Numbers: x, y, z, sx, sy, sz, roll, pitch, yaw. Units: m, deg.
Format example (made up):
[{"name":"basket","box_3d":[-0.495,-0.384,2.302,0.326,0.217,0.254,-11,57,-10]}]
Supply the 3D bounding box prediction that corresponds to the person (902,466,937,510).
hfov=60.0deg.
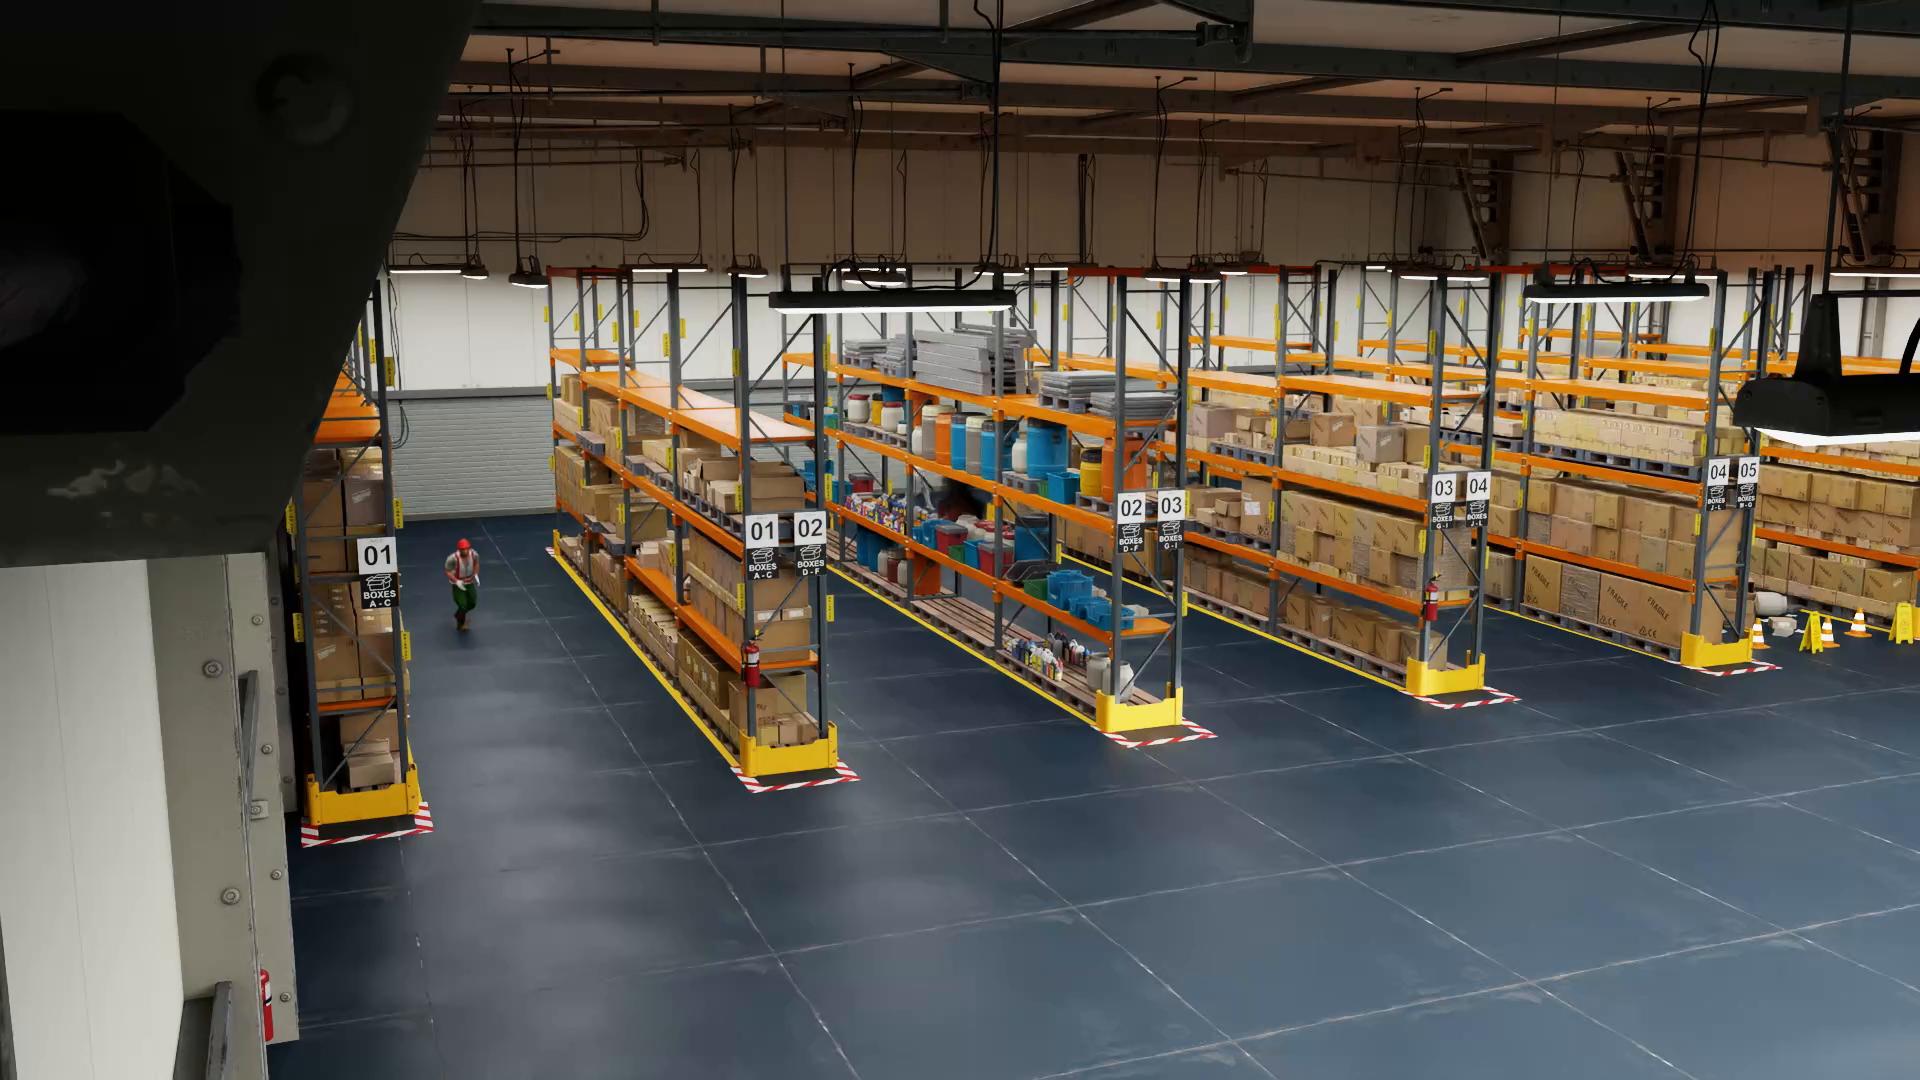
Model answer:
[{"name":"person","box_3d":[-1.017,-1.559,40.827,0.865,1.700,0.654,2,10,10]}]

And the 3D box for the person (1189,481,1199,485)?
[{"name":"person","box_3d":[4.795,-0.377,33.910,0.572,1.654,0.620,-5,11,-27]}]

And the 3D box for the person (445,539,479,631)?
[{"name":"person","box_3d":[-8.325,0.729,27.774,0.893,1.616,0.636,9,14,43]}]
